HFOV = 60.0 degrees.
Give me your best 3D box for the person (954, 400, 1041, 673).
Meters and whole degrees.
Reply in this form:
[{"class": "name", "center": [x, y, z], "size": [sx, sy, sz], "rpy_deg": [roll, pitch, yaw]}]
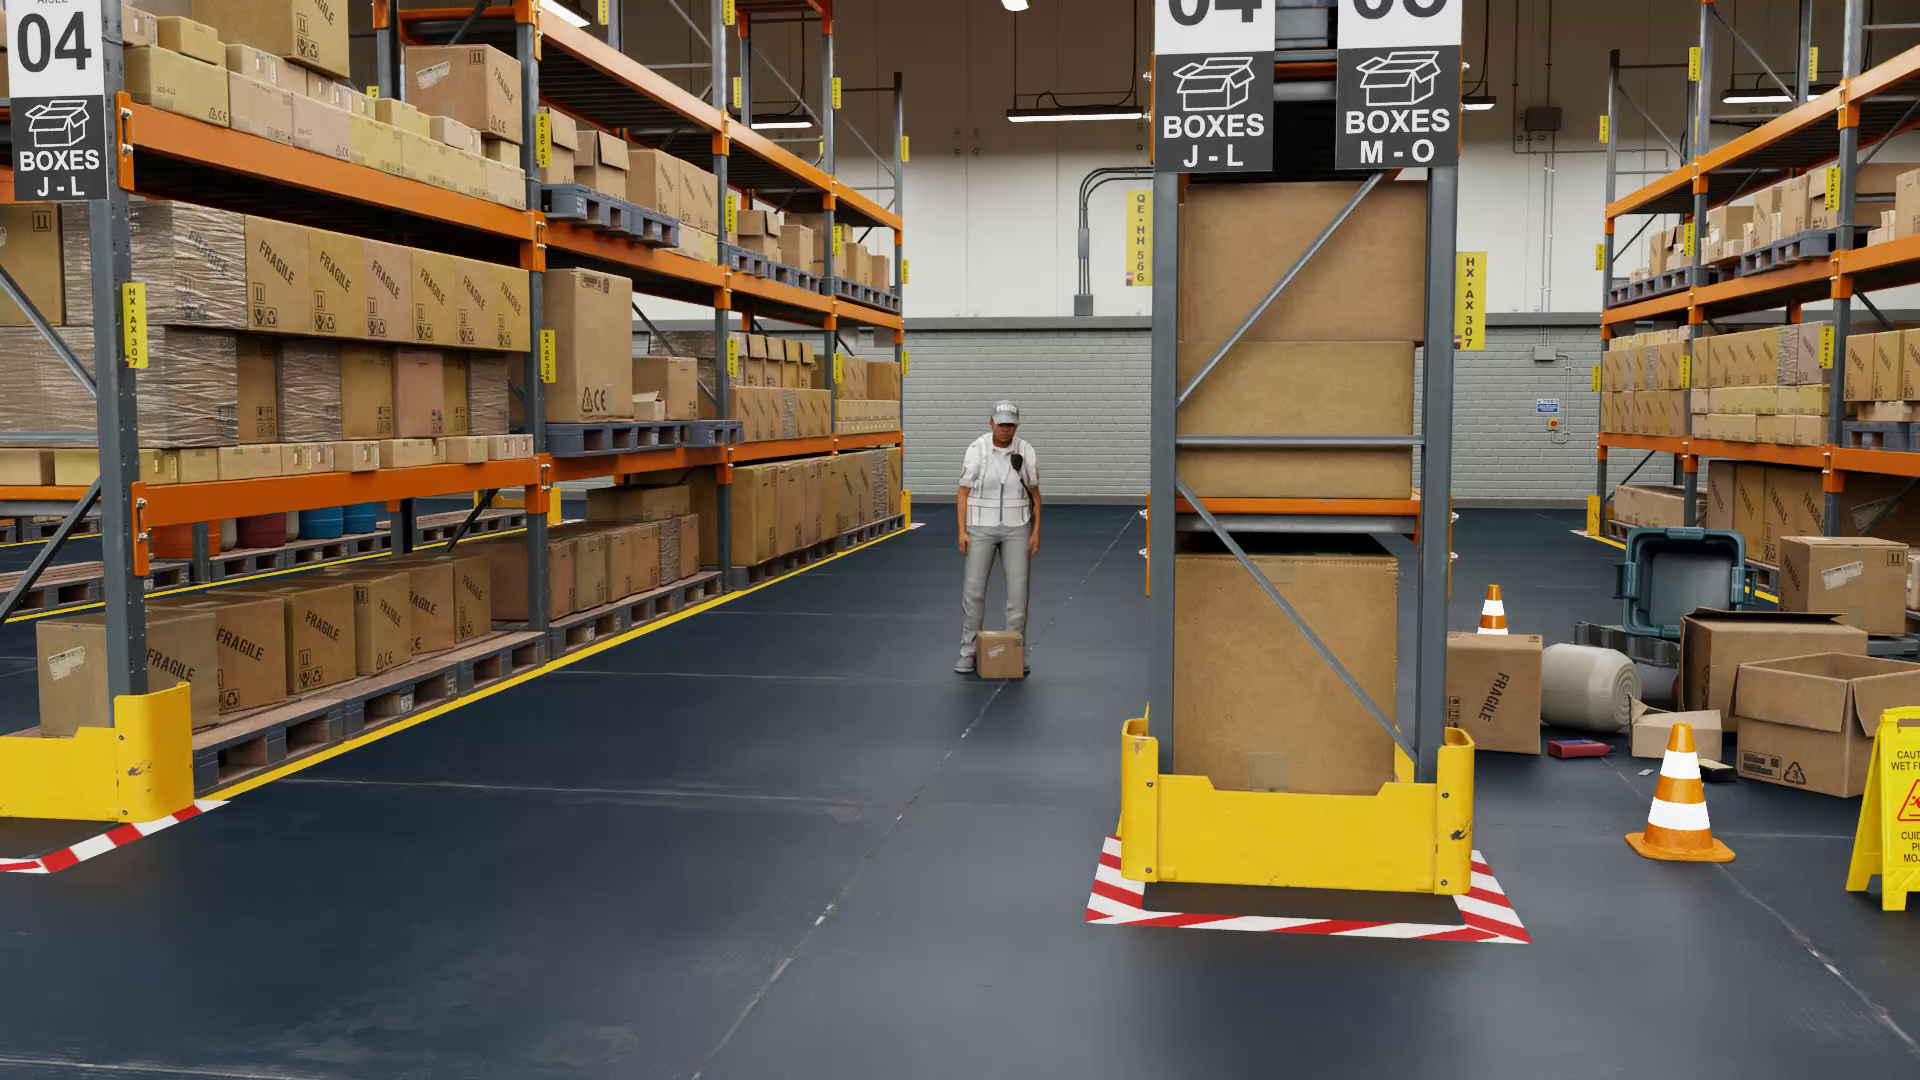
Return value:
[{"class": "person", "center": [0.218, -0.028, 10.222], "size": [0.521, 1.664, 0.469], "rpy_deg": [0, 5, -4]}]
